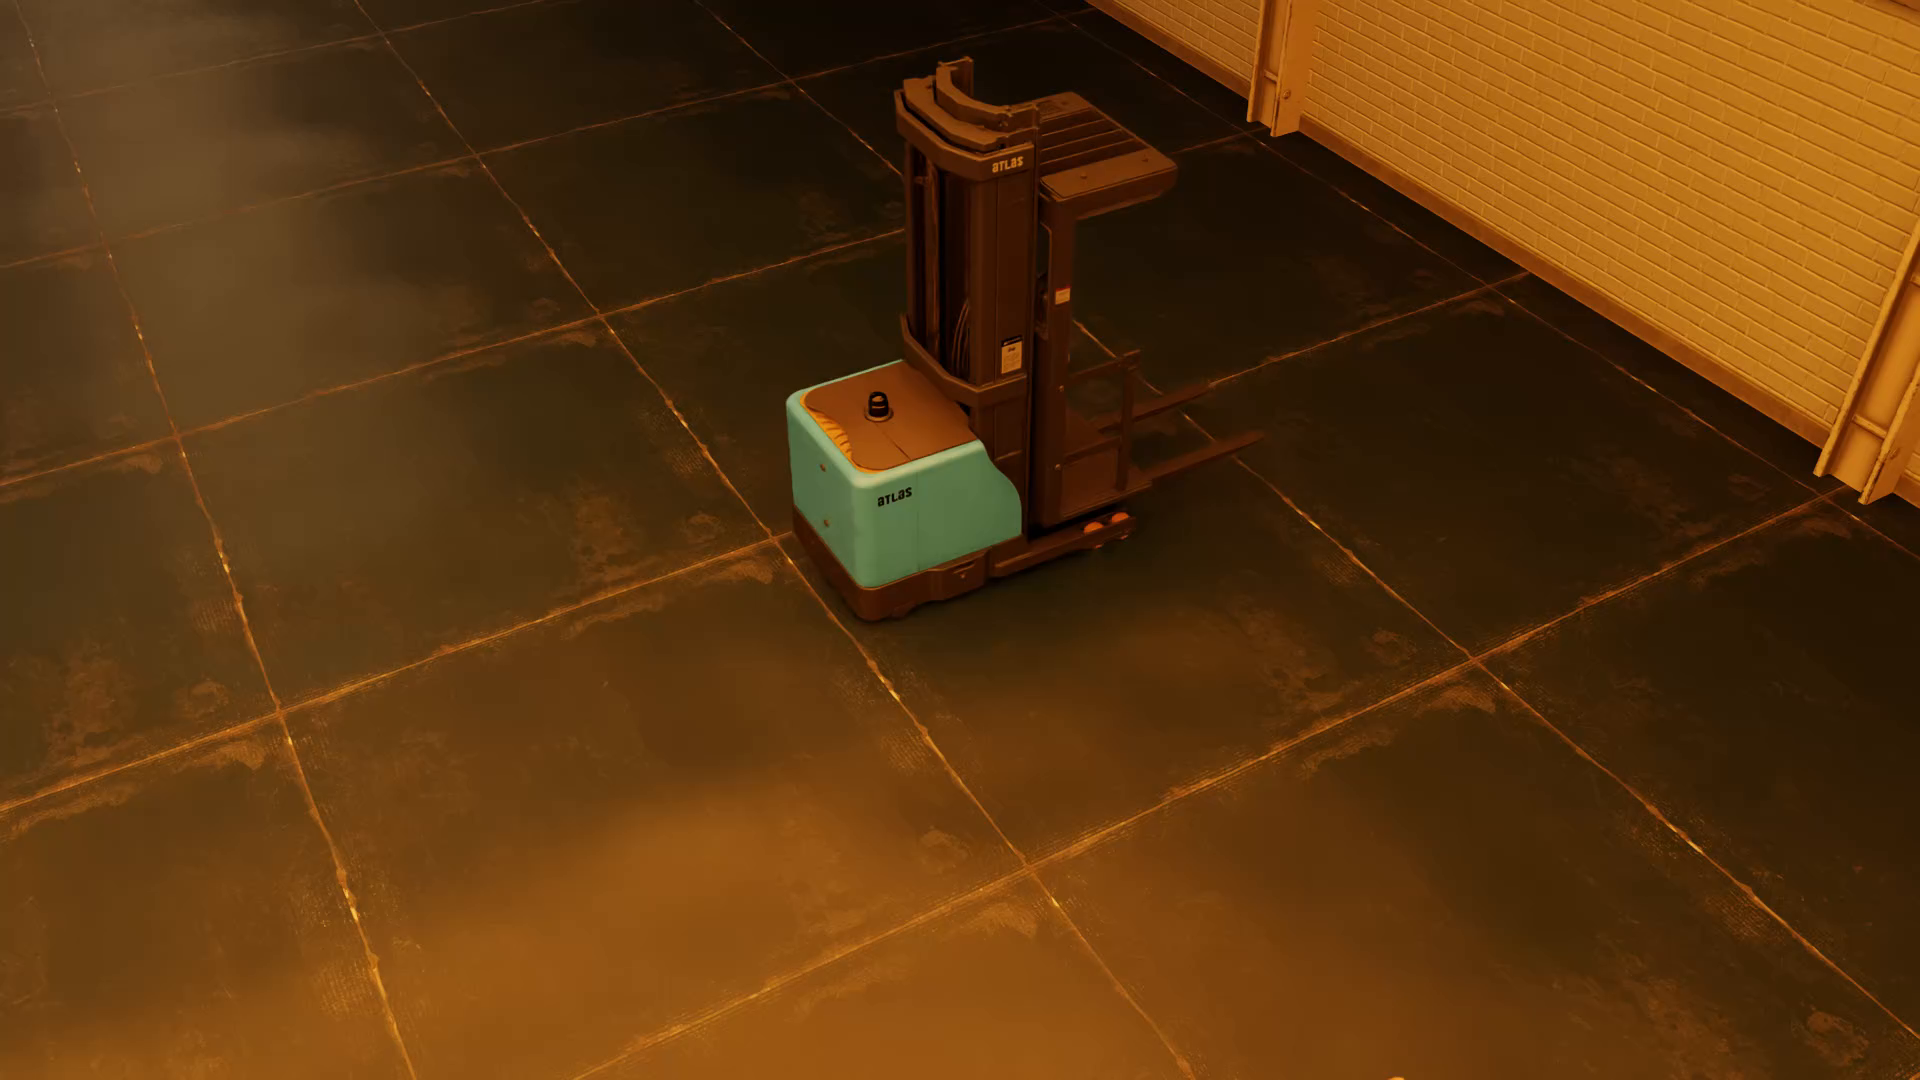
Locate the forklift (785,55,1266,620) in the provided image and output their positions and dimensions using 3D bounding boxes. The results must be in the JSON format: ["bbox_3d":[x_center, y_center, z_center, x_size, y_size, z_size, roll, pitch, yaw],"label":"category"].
[{"bbox_3d":[0.507,-1.347,9.660,3.031,2.935,1.130,-20,44,-22],"label":"forklift"}]
